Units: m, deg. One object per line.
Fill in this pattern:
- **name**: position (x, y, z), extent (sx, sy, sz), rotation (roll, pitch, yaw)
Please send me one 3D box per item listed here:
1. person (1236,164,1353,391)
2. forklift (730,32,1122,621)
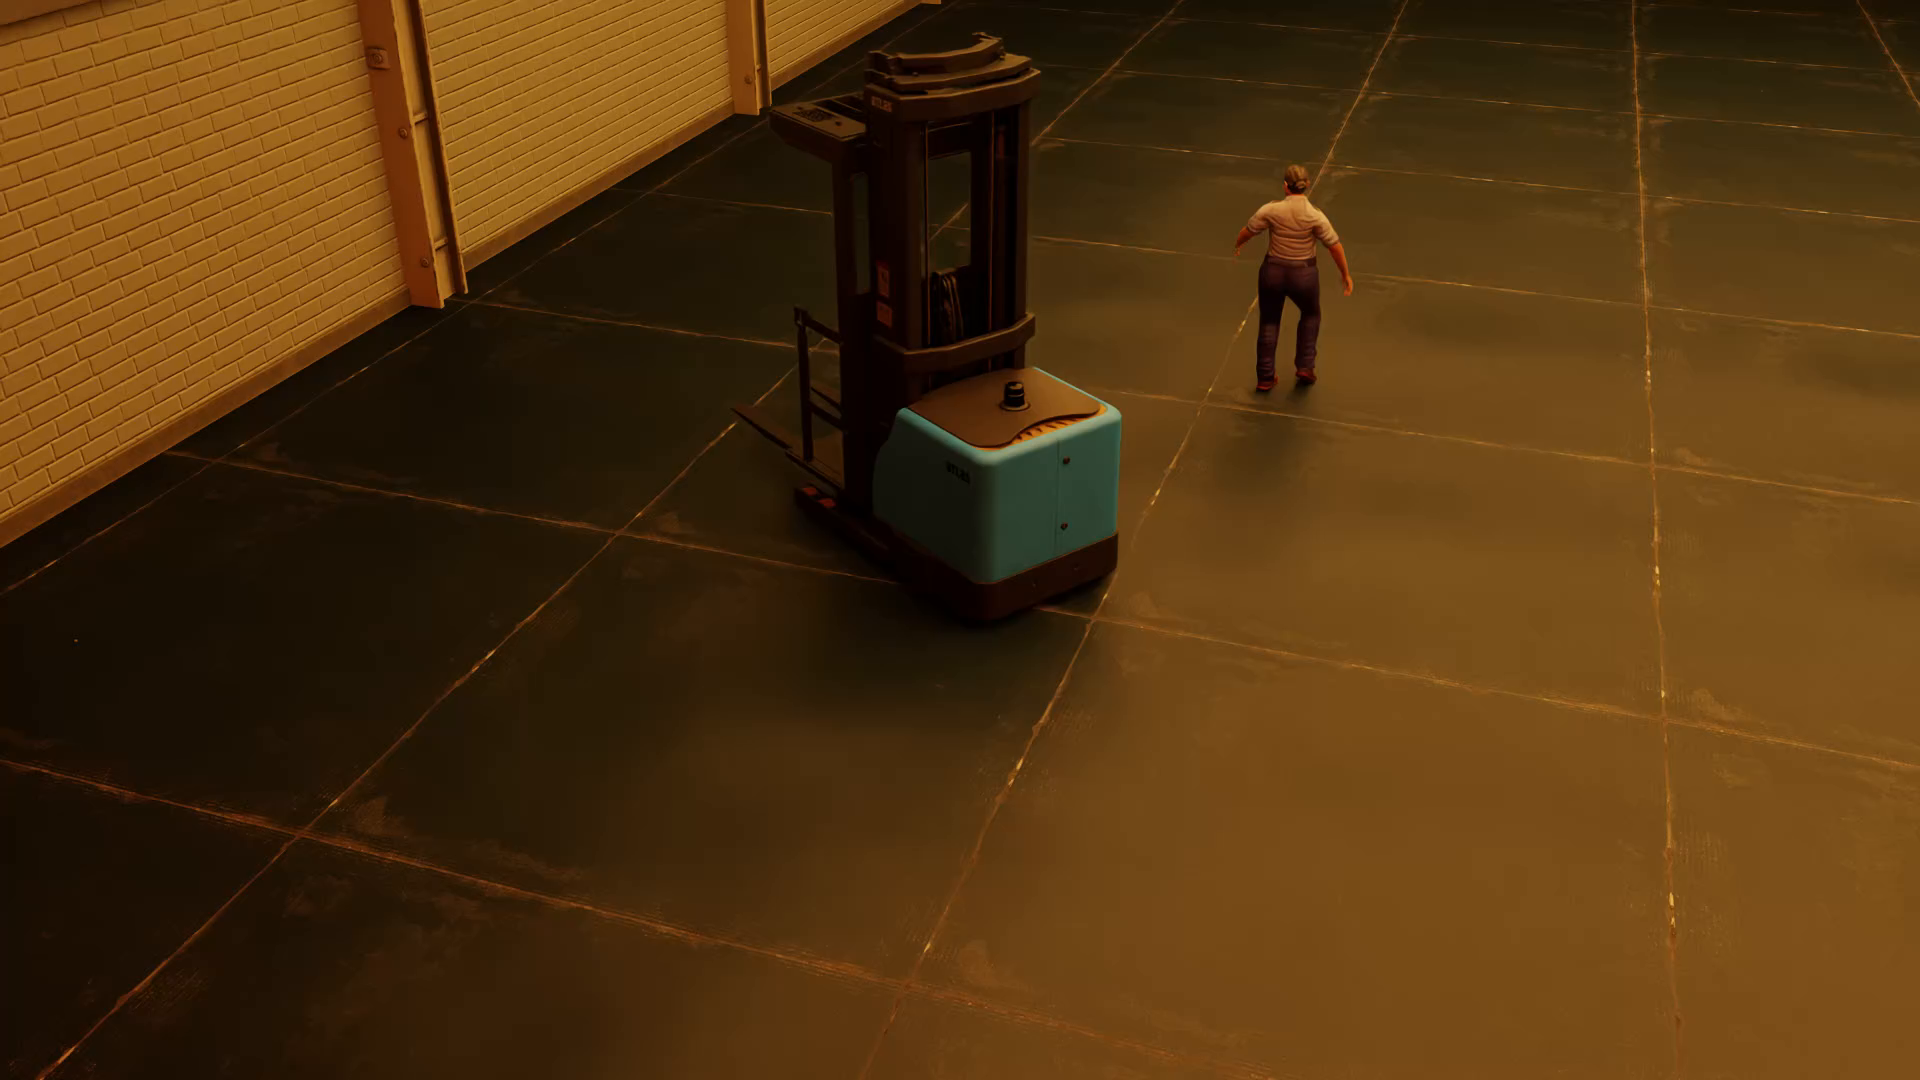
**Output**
- **person**: position (2.332, -1.835, 11.737), extent (0.880, 1.680, 0.491), rotation (11, 32, 19)
- **forklift**: position (-0.377, -1.496, 9.761), extent (1.130, 2.935, 3.031), rotation (-21, 36, -32)
